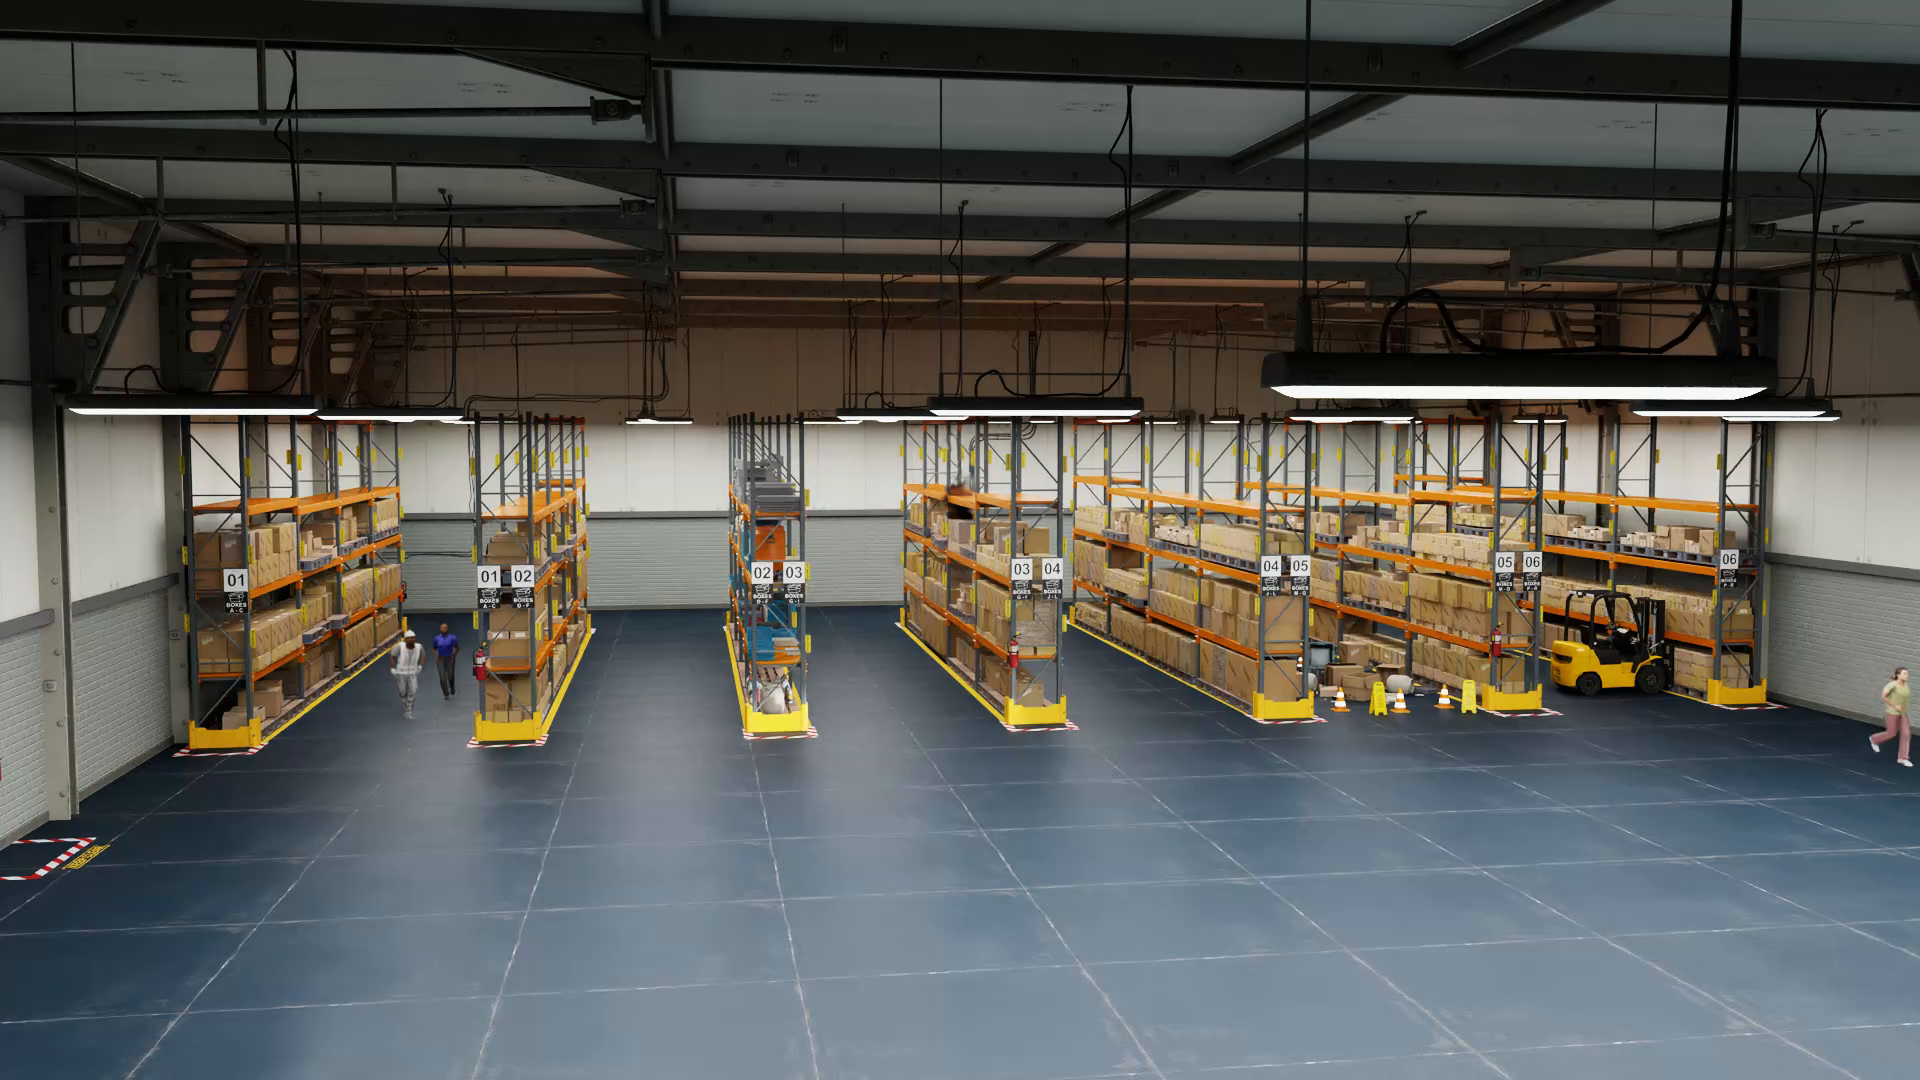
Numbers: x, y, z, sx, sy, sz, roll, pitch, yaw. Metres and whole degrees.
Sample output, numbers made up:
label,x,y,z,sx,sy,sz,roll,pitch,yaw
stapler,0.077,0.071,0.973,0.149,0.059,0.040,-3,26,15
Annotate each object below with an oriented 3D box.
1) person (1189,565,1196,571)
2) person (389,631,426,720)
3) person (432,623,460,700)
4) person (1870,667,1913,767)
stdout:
label,x,y,z,sx,sy,sz,roll,pitch,yaw
person,7.160,1.359,51.871,0.729,1.741,0.543,-2,4,-27
person,-10.913,2.641,32.859,0.699,1.745,0.786,-2,4,-27
person,-10.792,2.546,34.884,0.555,1.609,0.550,-1,4,-11
person,15.951,2.973,28.369,0.602,1.660,0.933,-1,4,-18
